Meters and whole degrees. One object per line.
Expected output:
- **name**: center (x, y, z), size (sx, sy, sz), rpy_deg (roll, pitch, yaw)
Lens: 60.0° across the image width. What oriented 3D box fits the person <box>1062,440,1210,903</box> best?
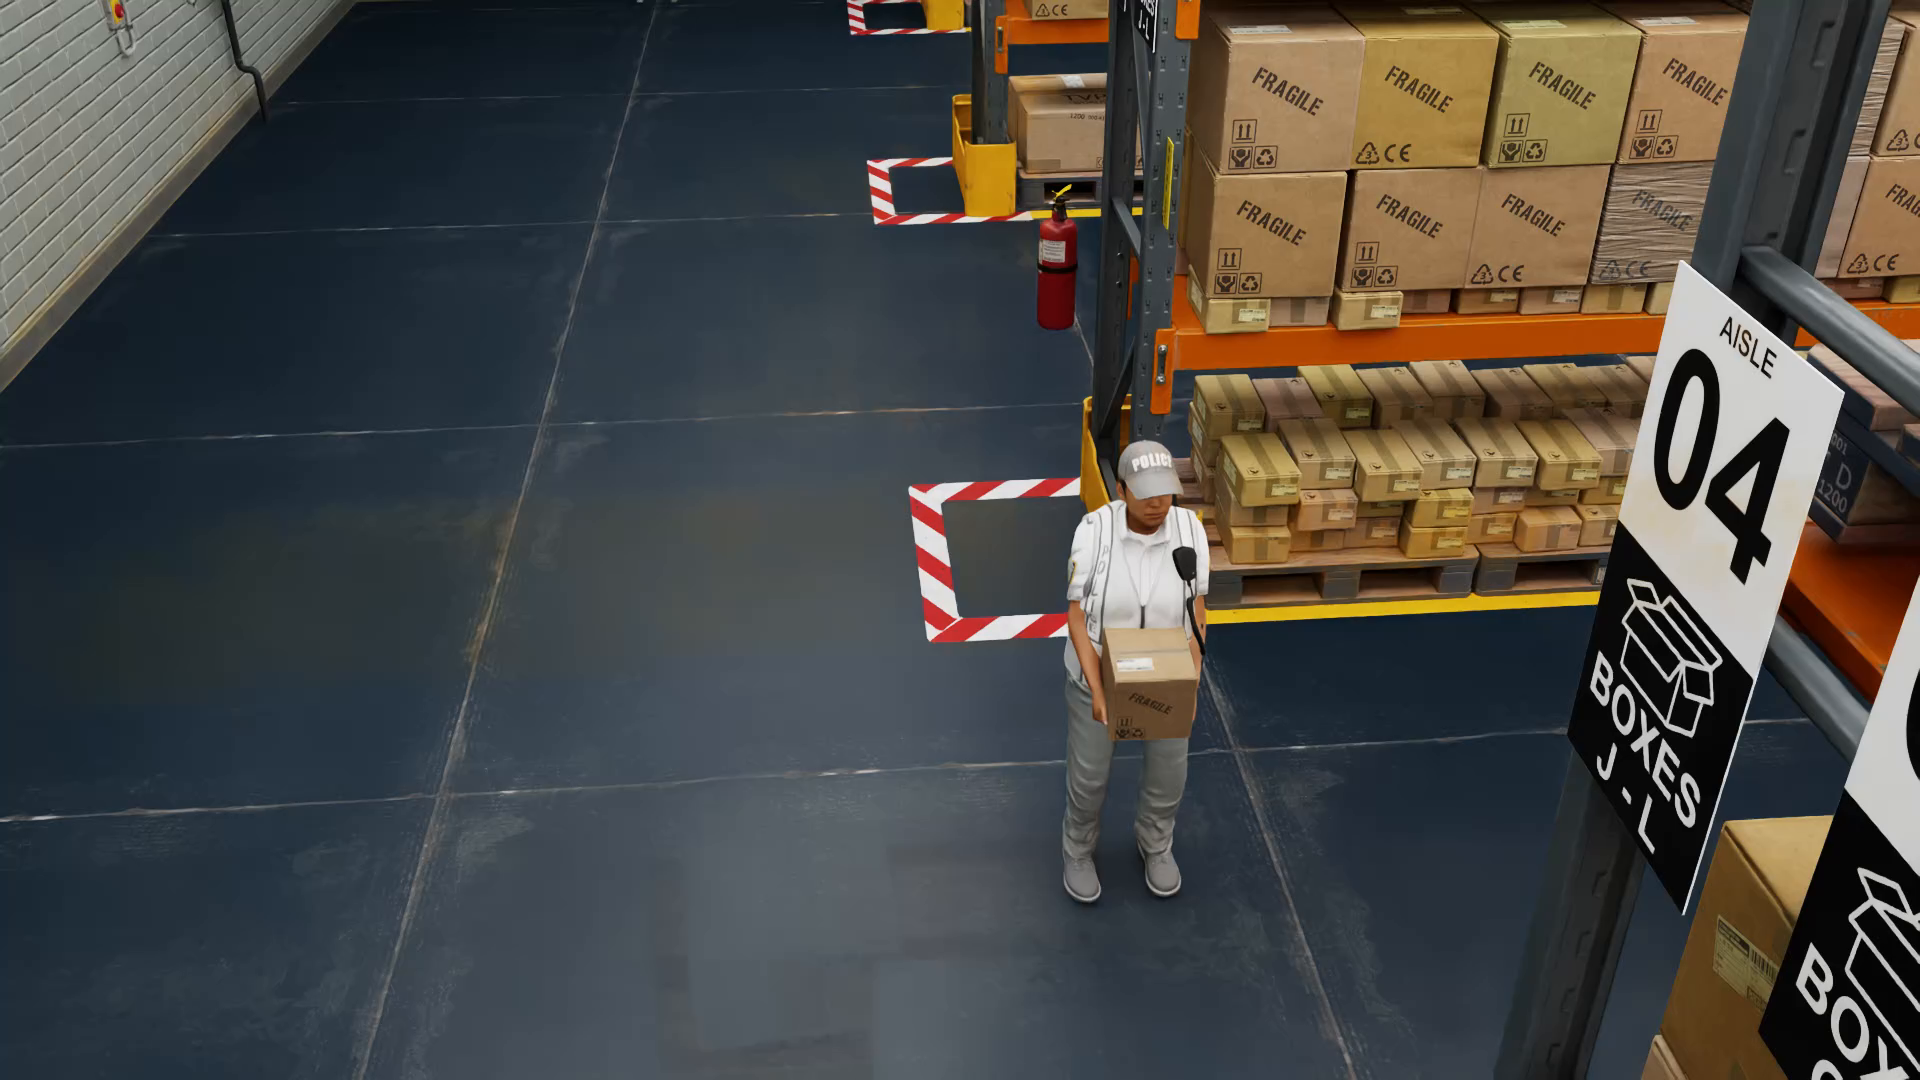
- **person**: center (0.566, 0.479, 5.355), size (0.455, 1.657, 0.541), rpy_deg (-2, 31, -4)
